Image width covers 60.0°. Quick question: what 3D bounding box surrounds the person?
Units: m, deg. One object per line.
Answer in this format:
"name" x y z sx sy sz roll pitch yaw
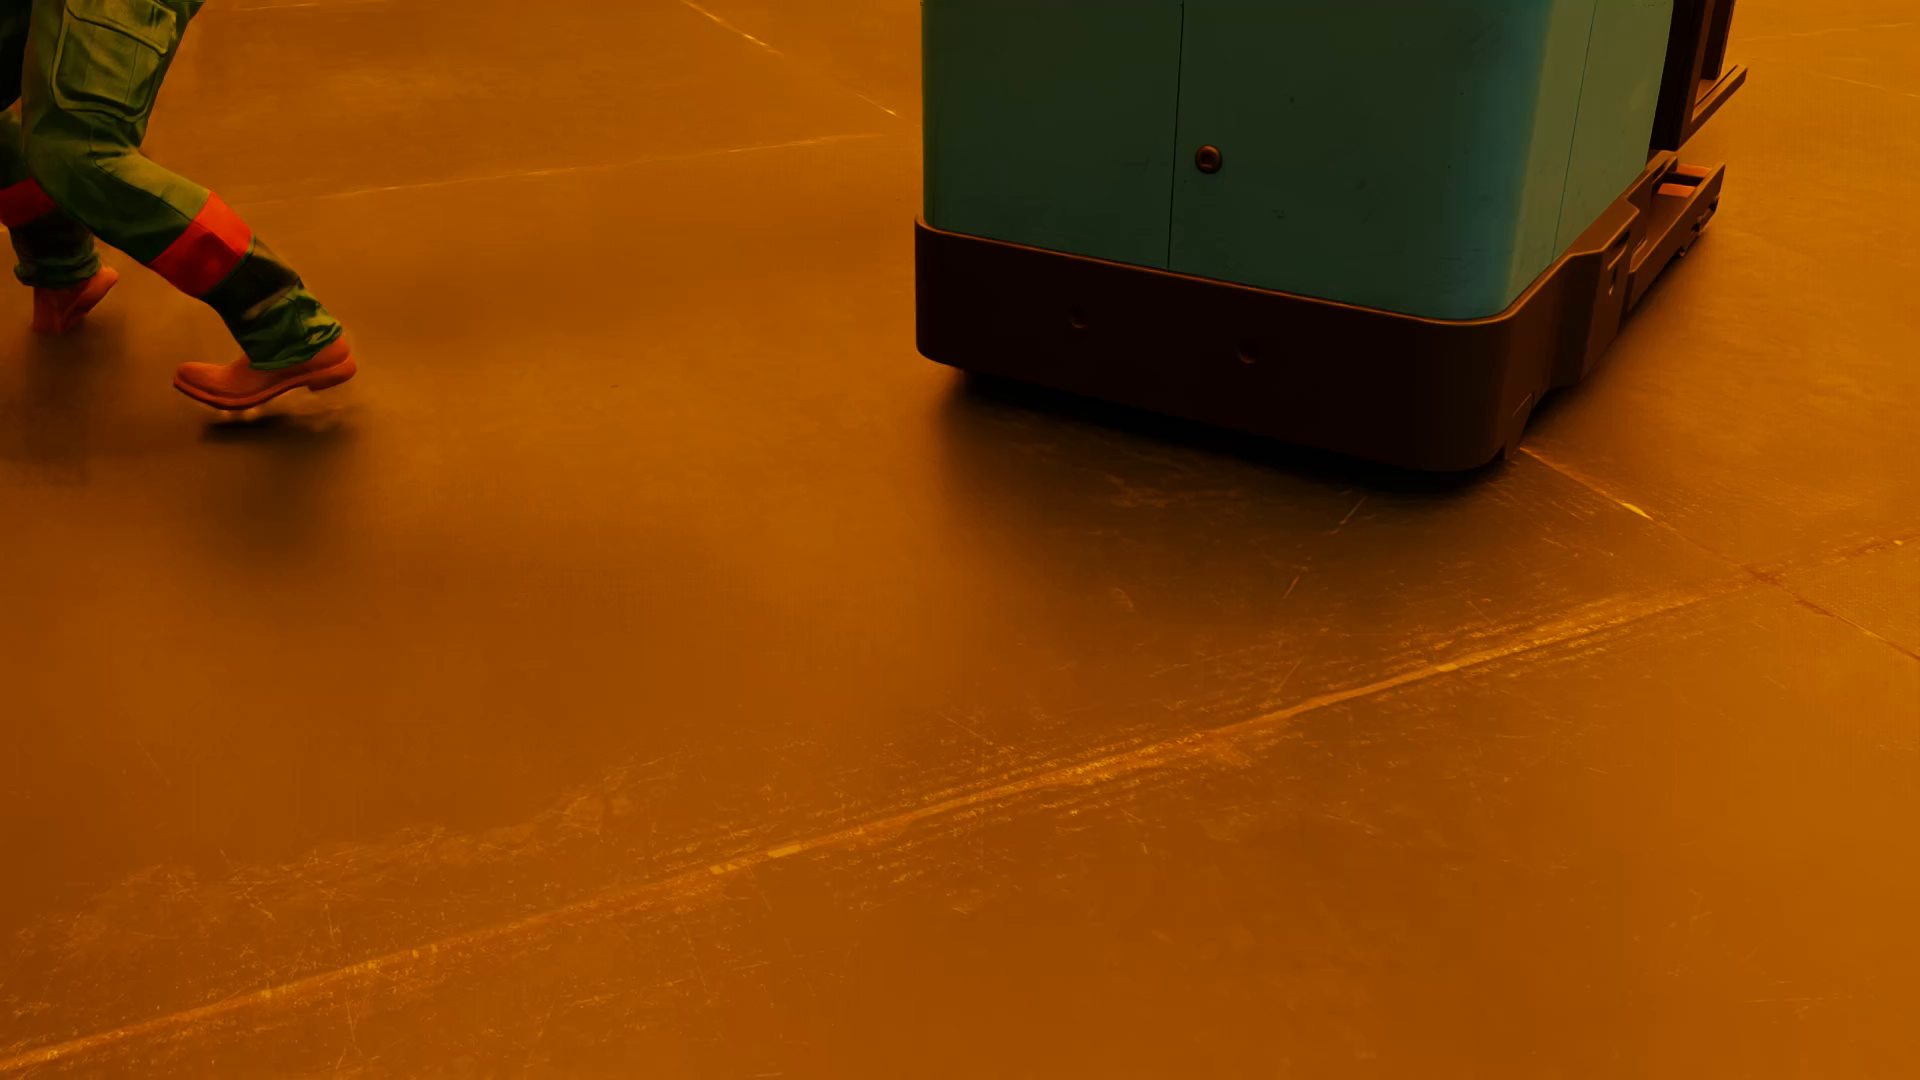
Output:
"person" -1.520 -0.988 2.777 0.587 1.718 1.086 -22 34 -36

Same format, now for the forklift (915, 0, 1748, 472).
"forklift" 1.125 -2.038 3.262 1.130 2.935 3.031 16 31 28
